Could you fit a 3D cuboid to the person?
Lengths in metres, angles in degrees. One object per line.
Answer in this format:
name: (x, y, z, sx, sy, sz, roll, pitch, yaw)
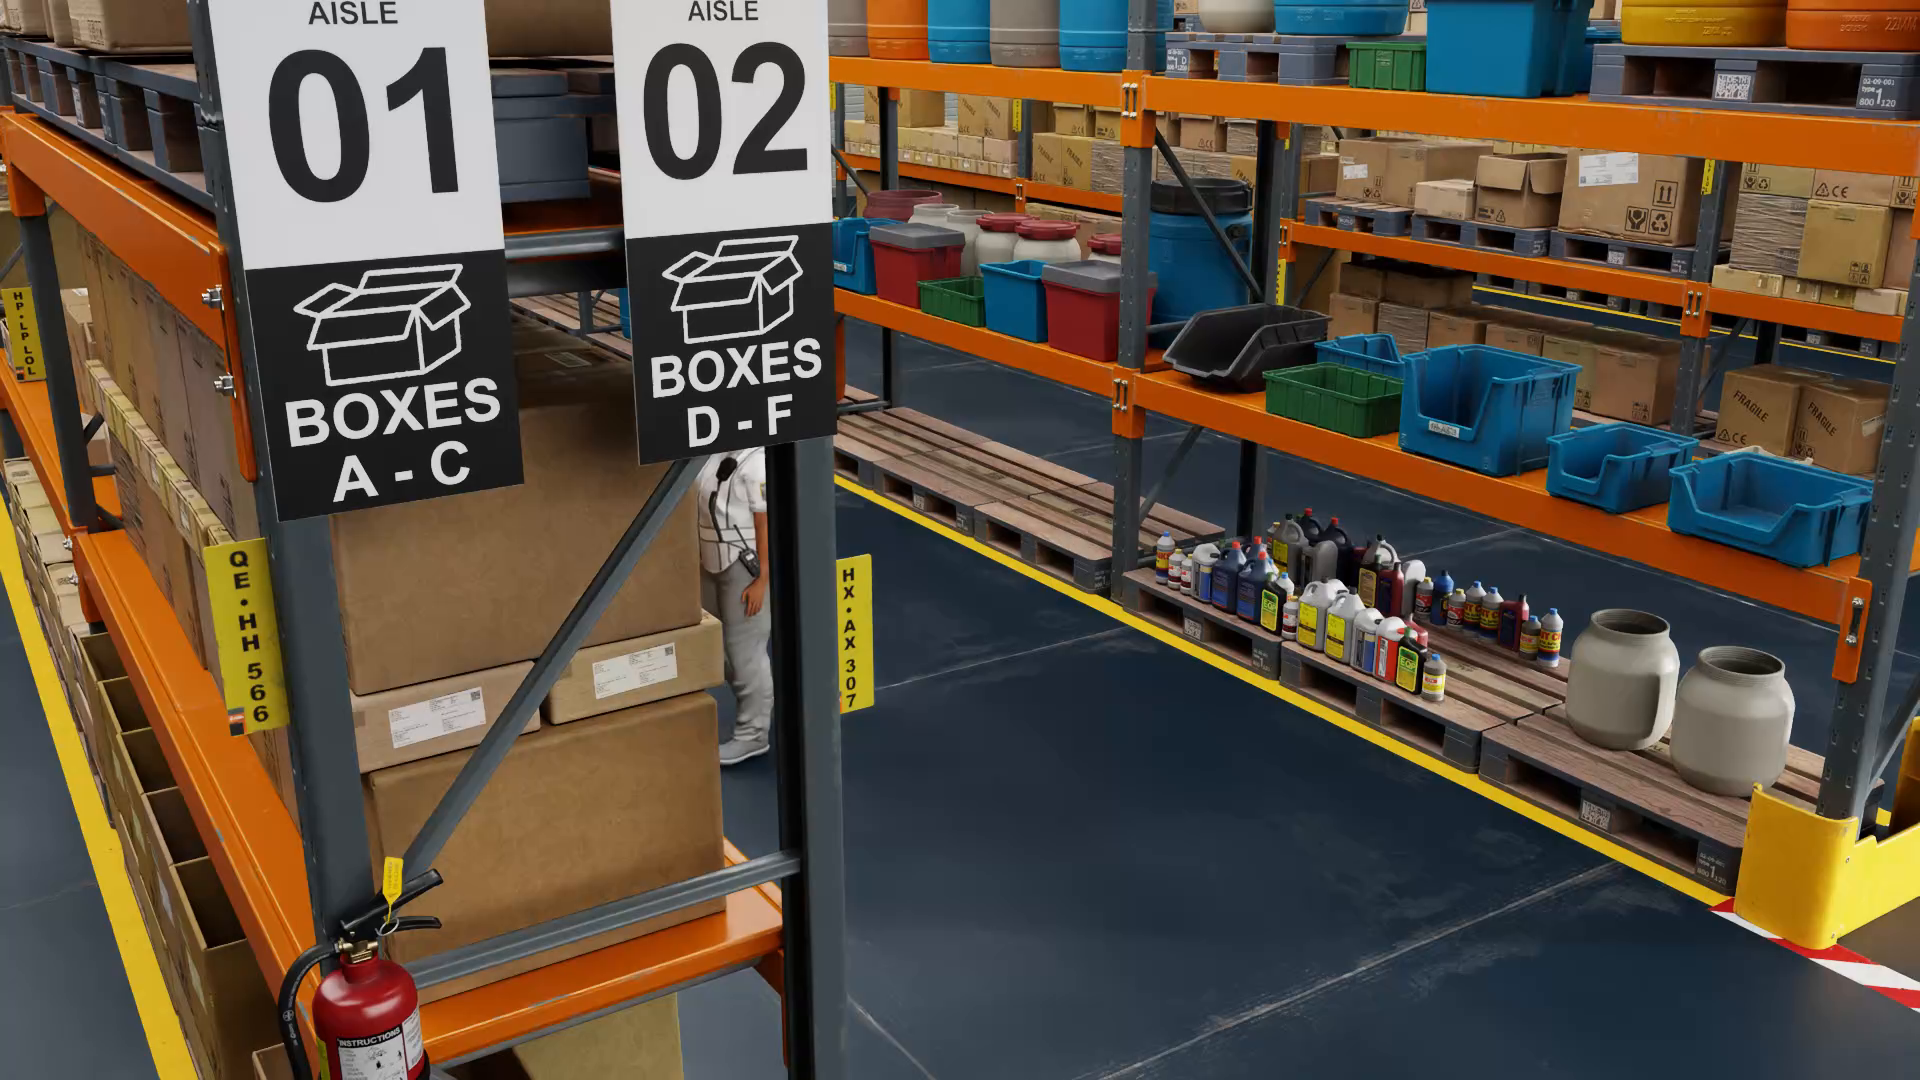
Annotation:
person: (-0.953, 0.162, 7.170, 0.470, 1.740, 0.482, -11, 21, -31)
